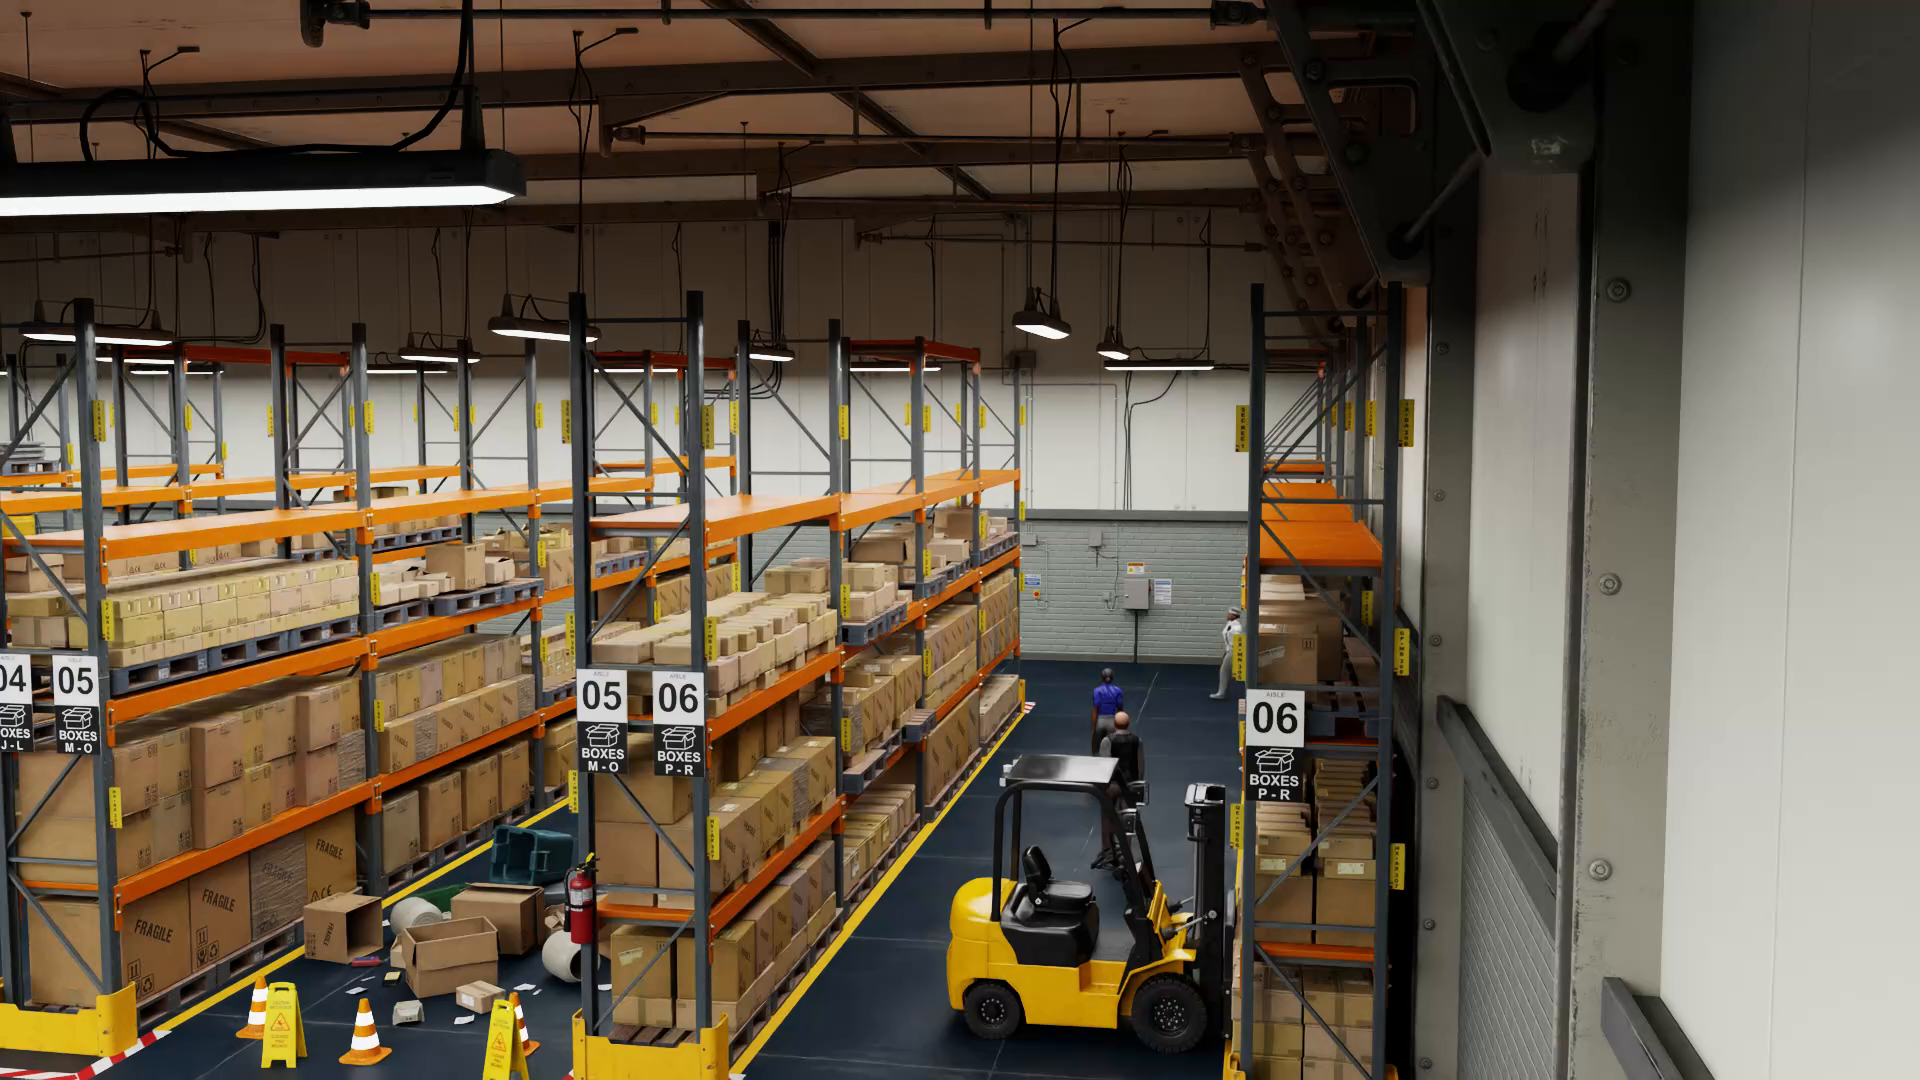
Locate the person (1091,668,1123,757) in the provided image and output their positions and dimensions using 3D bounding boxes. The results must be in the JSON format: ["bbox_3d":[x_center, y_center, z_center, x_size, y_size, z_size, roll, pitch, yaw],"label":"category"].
[{"bbox_3d":[1.980,2.561,22.439,0.458,1.683,0.687,0,5,-3],"label":"person"}]

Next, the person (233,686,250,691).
[{"bbox_3d":[-8.861,2.651,20.435,0.609,1.803,0.732,-1,5,-12],"label":"person"}]

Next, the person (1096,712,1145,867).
[{"bbox_3d":[1.821,2.818,18.787,0.552,1.750,0.701,0,5,-2],"label":"person"}]

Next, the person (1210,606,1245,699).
[{"bbox_3d":[4.876,1.970,29.319,0.923,1.650,0.461,0,5,4],"label":"person"}]
